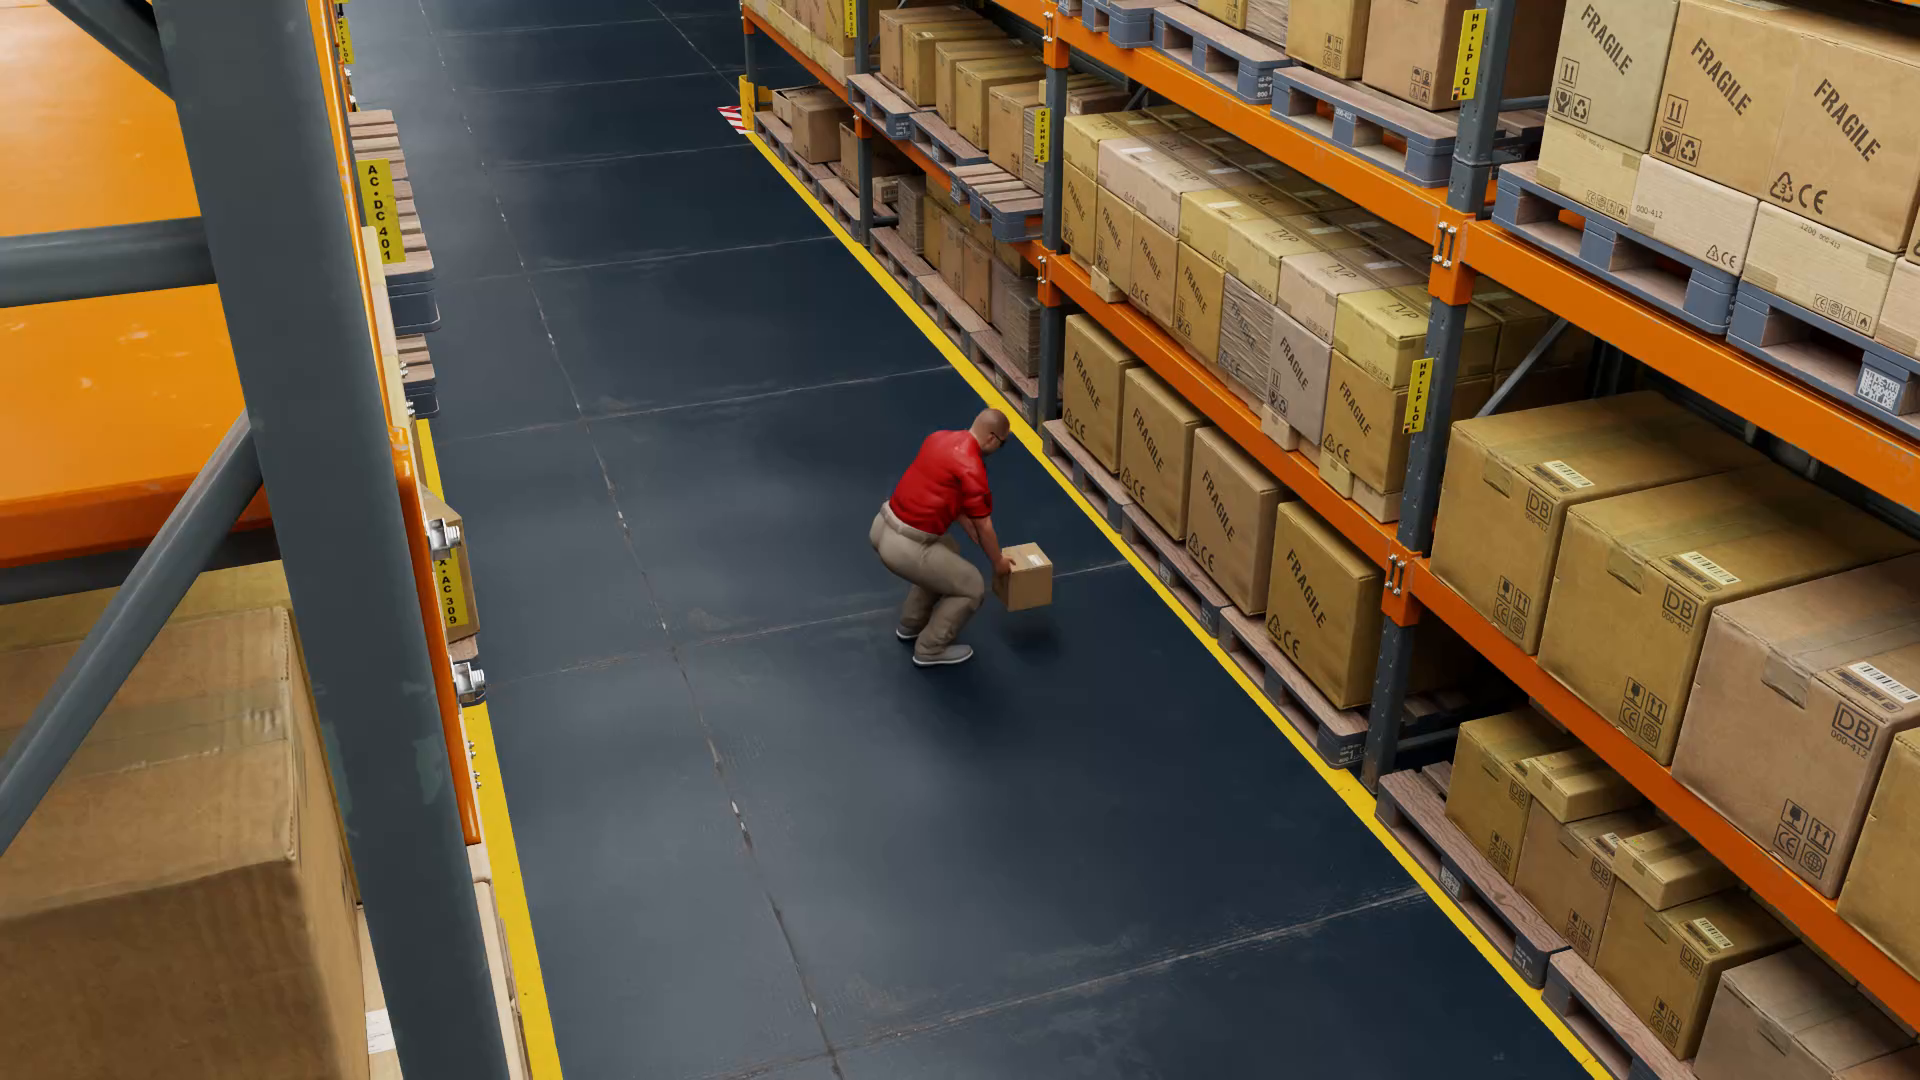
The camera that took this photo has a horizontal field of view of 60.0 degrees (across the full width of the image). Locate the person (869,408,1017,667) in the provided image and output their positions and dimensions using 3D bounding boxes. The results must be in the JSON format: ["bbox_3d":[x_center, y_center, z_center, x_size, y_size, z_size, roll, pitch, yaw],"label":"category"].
[{"bbox_3d":[-0.097,-0.029,8.621,0.753,1.314,0.590,-10,31,-17],"label":"person"}]
